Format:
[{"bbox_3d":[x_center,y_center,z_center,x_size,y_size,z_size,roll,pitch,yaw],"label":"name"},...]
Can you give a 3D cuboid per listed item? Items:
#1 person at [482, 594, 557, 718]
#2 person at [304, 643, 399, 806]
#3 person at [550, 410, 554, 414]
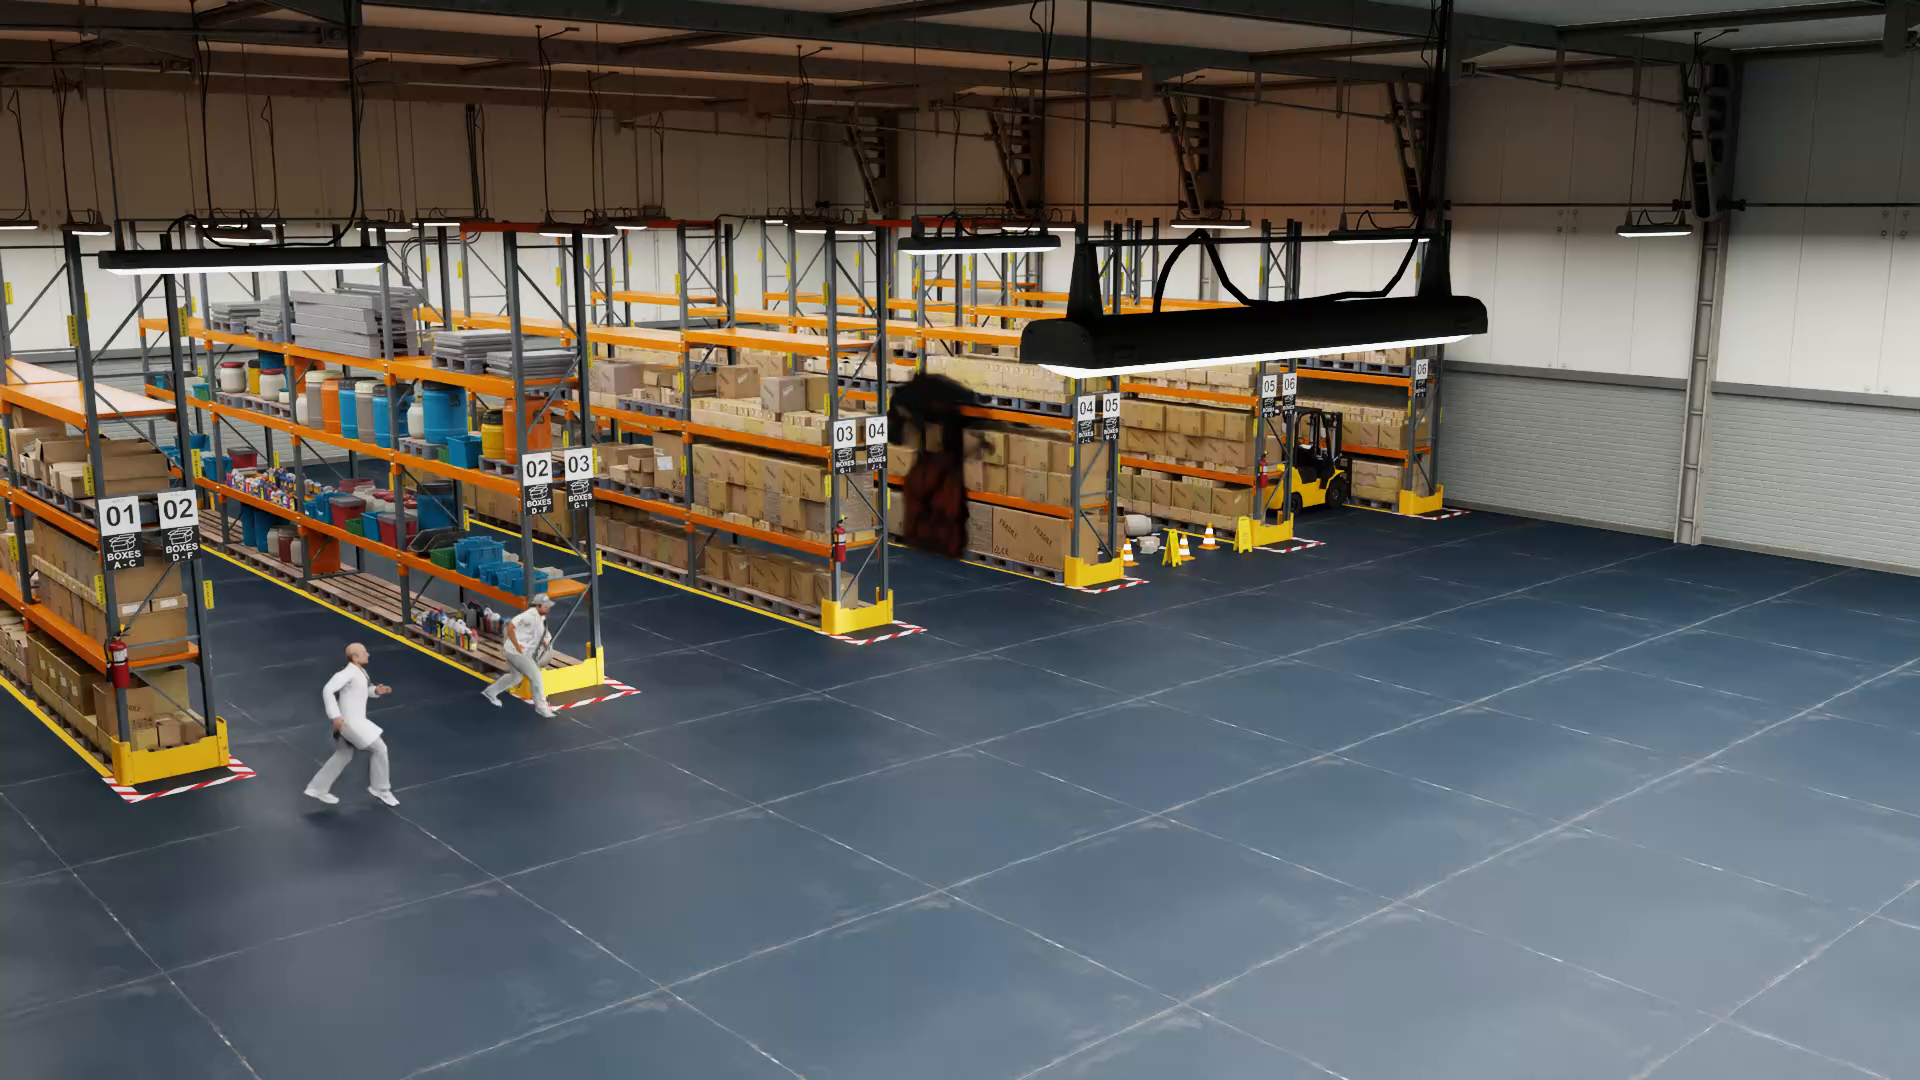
[{"bbox_3d":[-5.528,1.457,20.790,1.035,1.627,0.643,2,12,9],"label":"person"},{"bbox_3d":[-6.480,1.992,17.577,0.949,1.832,0.740,-4,12,-18],"label":"person"},{"bbox_3d":[-9.810,-2.312,39.398,0.676,1.554,0.770,0,11,1],"label":"person"}]
